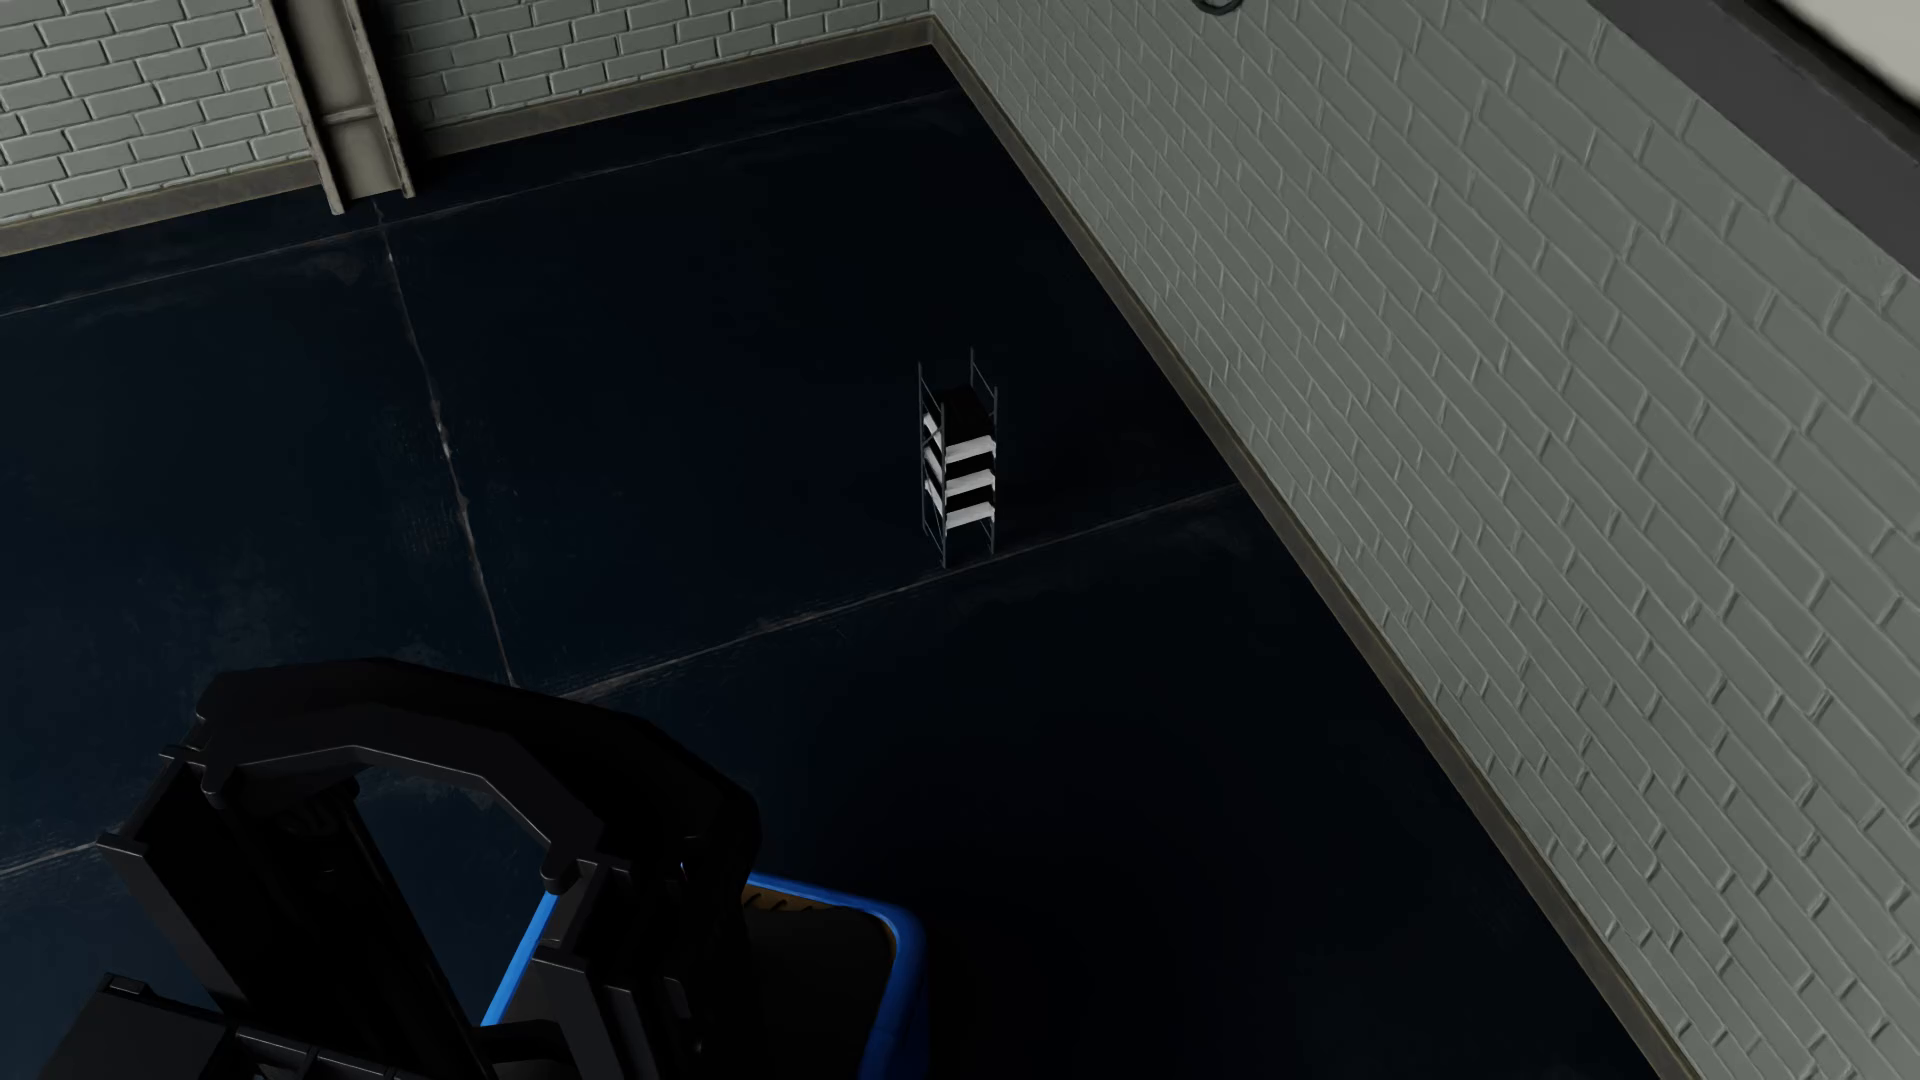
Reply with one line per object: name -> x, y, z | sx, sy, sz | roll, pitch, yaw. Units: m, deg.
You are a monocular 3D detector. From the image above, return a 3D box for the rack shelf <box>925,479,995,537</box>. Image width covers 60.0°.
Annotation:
rack shelf -> -0.008, -0.152, 6.409 | 0.200, 0.077, 0.258 | -17, 52, -14

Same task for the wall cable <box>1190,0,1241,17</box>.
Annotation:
wall cable -> 0.369, -3.546, 5.751 | 0.112, 2.526, 3.097 | -17, 52, -14

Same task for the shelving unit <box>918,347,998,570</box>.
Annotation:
shelving unit -> -0.008, -0.291, 6.247 | 0.210, 0.900, 0.258 | -17, 52, -14

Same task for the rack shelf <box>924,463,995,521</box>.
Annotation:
rack shelf -> -0.008, -0.210, 6.341 | 0.200, 0.077, 0.258 | -17, 52, -14

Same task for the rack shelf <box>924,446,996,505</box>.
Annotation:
rack shelf -> -0.008, -0.269, 6.273 | 0.200, 0.077, 0.258 | -17, 52, -14

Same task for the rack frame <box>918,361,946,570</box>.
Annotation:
rack frame -> -0.102, -0.262, 6.222 | 0.006, 0.900, 0.240 | -17, 52, -14

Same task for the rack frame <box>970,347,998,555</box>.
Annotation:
rack frame -> 0.087, -0.320, 6.272 | 0.006, 0.900, 0.240 | -17, 52, -14

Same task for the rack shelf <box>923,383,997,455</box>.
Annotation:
rack shelf -> -0.008, -0.445, 6.068 | 0.200, 0.077, 0.258 | -17, 52, -14

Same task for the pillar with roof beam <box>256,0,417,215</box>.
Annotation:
pillar with roof beam -> -1.230, -1.618, 2.049 | 0.400, 9.000, 9.100 | -17, 52, -14

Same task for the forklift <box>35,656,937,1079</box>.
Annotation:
forklift -> -0.951, 1.703, 3.196 | 1.130, 2.935, 3.031 | 12, 50, 10

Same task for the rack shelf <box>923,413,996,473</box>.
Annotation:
rack shelf -> -0.008, -0.386, 6.136 | 0.200, 0.077, 0.258 | -17, 52, -14

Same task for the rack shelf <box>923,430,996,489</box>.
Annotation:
rack shelf -> -0.008, -0.328, 6.204 | 0.200, 0.077, 0.258 | -17, 52, -14
